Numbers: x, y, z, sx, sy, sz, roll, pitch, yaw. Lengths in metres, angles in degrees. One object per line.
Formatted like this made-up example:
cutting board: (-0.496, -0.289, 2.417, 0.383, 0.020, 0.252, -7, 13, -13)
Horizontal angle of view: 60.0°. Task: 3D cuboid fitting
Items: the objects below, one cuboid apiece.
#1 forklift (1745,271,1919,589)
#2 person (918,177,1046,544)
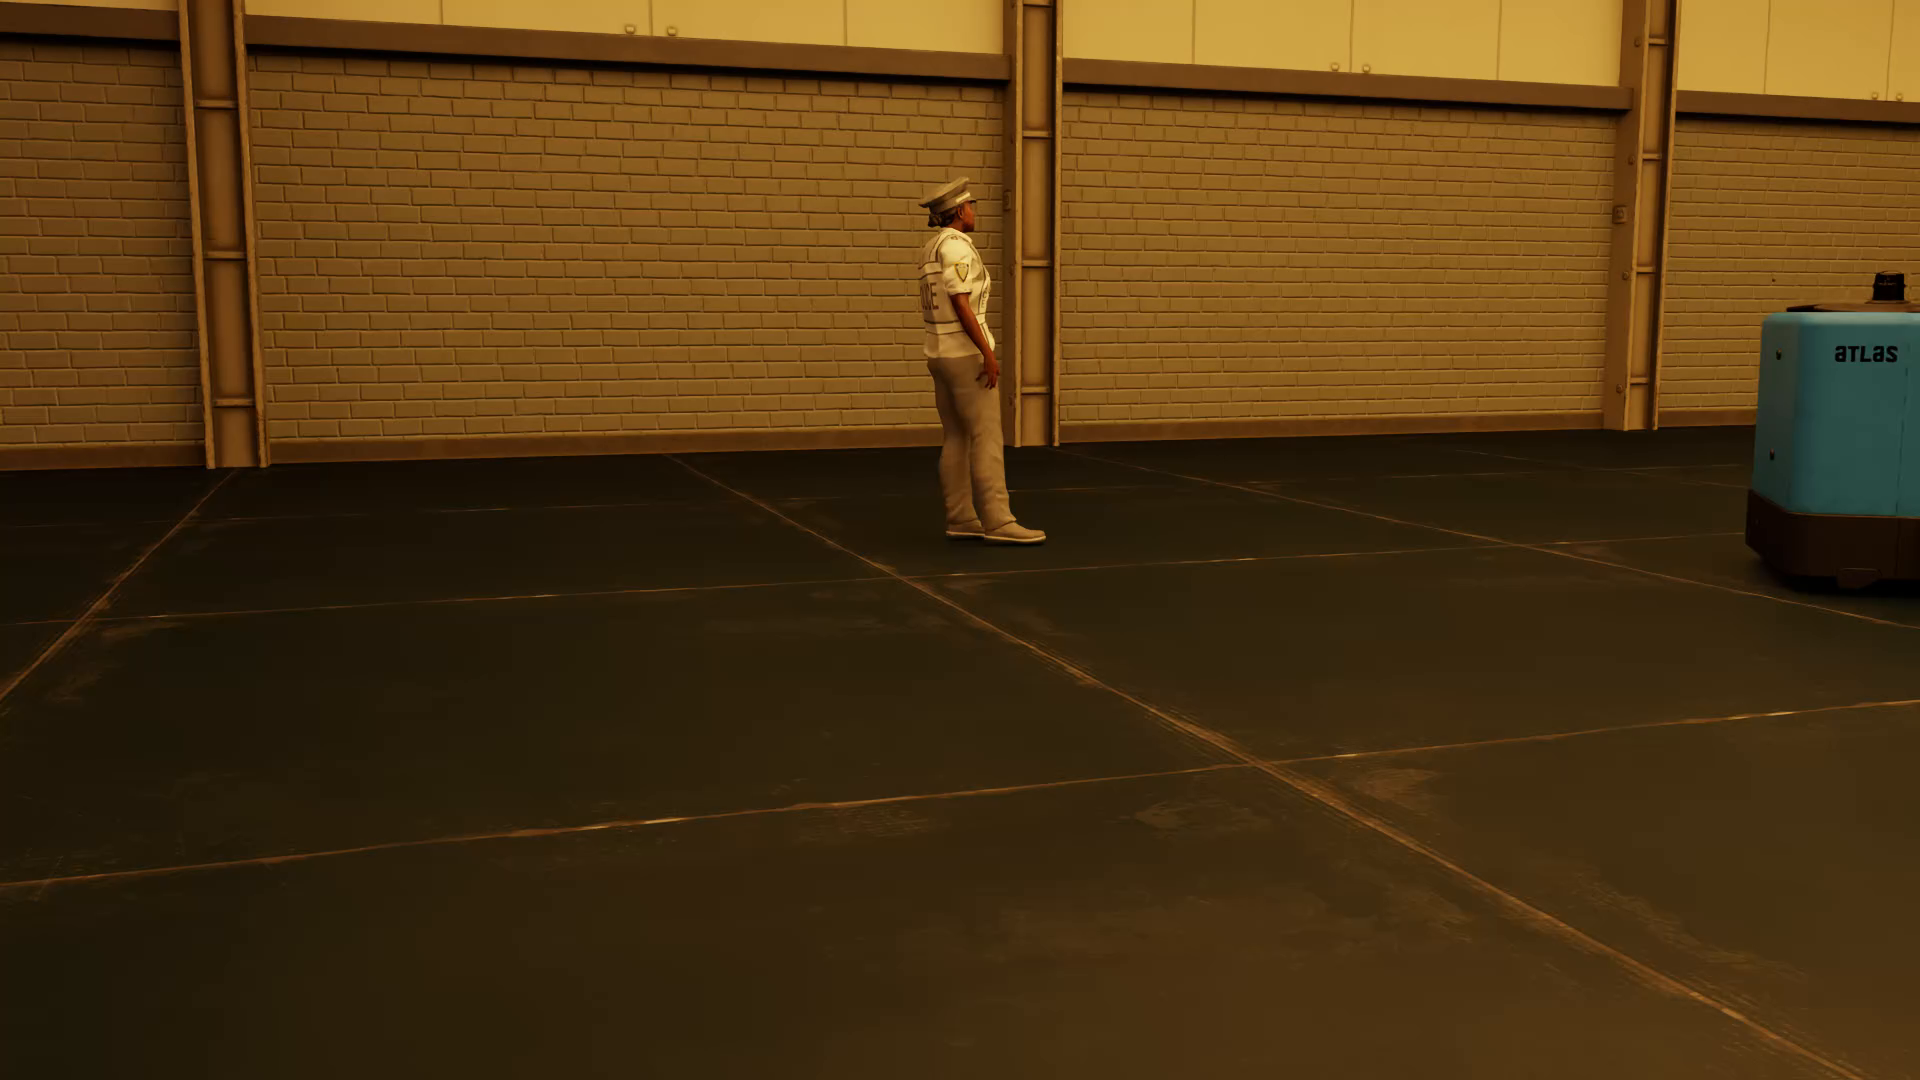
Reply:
forklift: (4.767, -1.253, 6.261, 3.031, 2.935, 1.130, 2, 8, 17)
person: (0.077, -0.847, 7.813, 0.530, 1.695, 0.569, -3, 8, -18)
